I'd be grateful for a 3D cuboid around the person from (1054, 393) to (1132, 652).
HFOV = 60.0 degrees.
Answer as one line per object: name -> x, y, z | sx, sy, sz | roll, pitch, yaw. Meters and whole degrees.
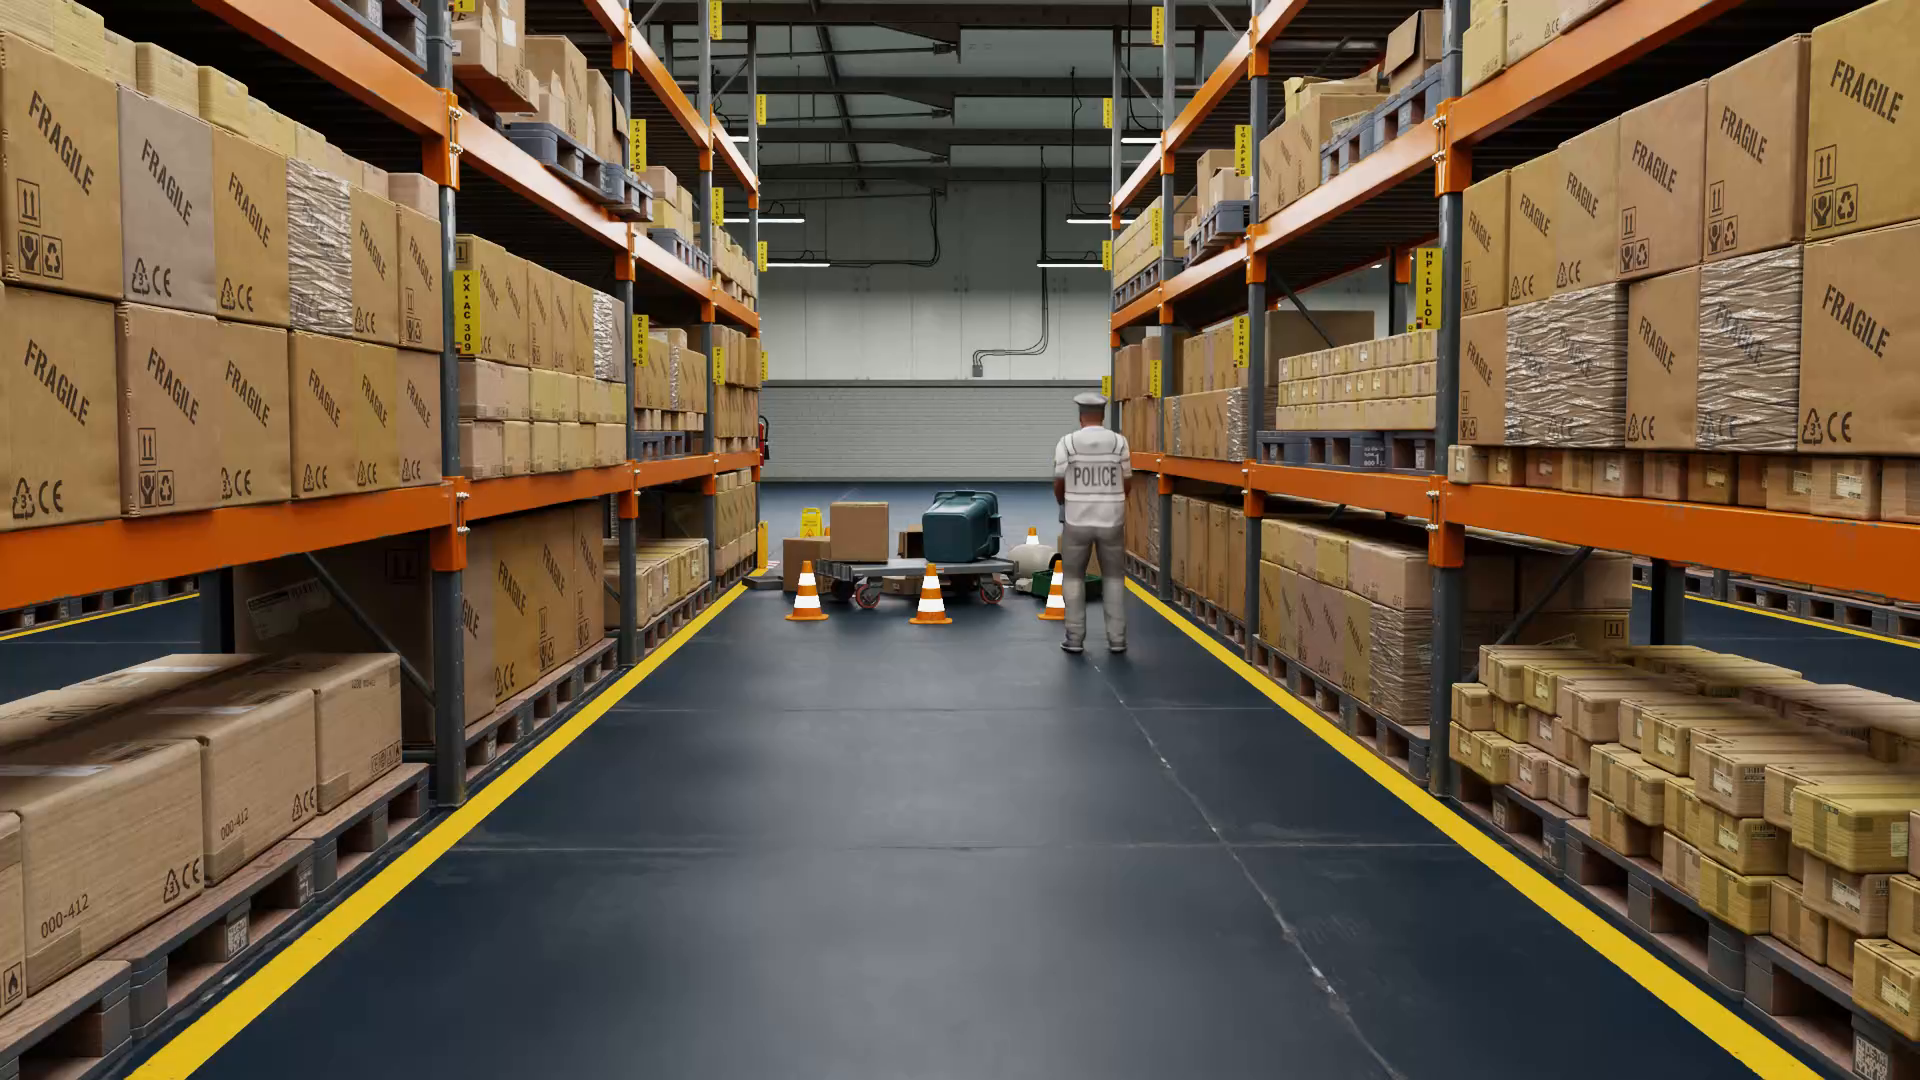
person -> 0.905, -0.123, 11.398 | 0.533, 1.770, 0.491 | 0, 4, -2
